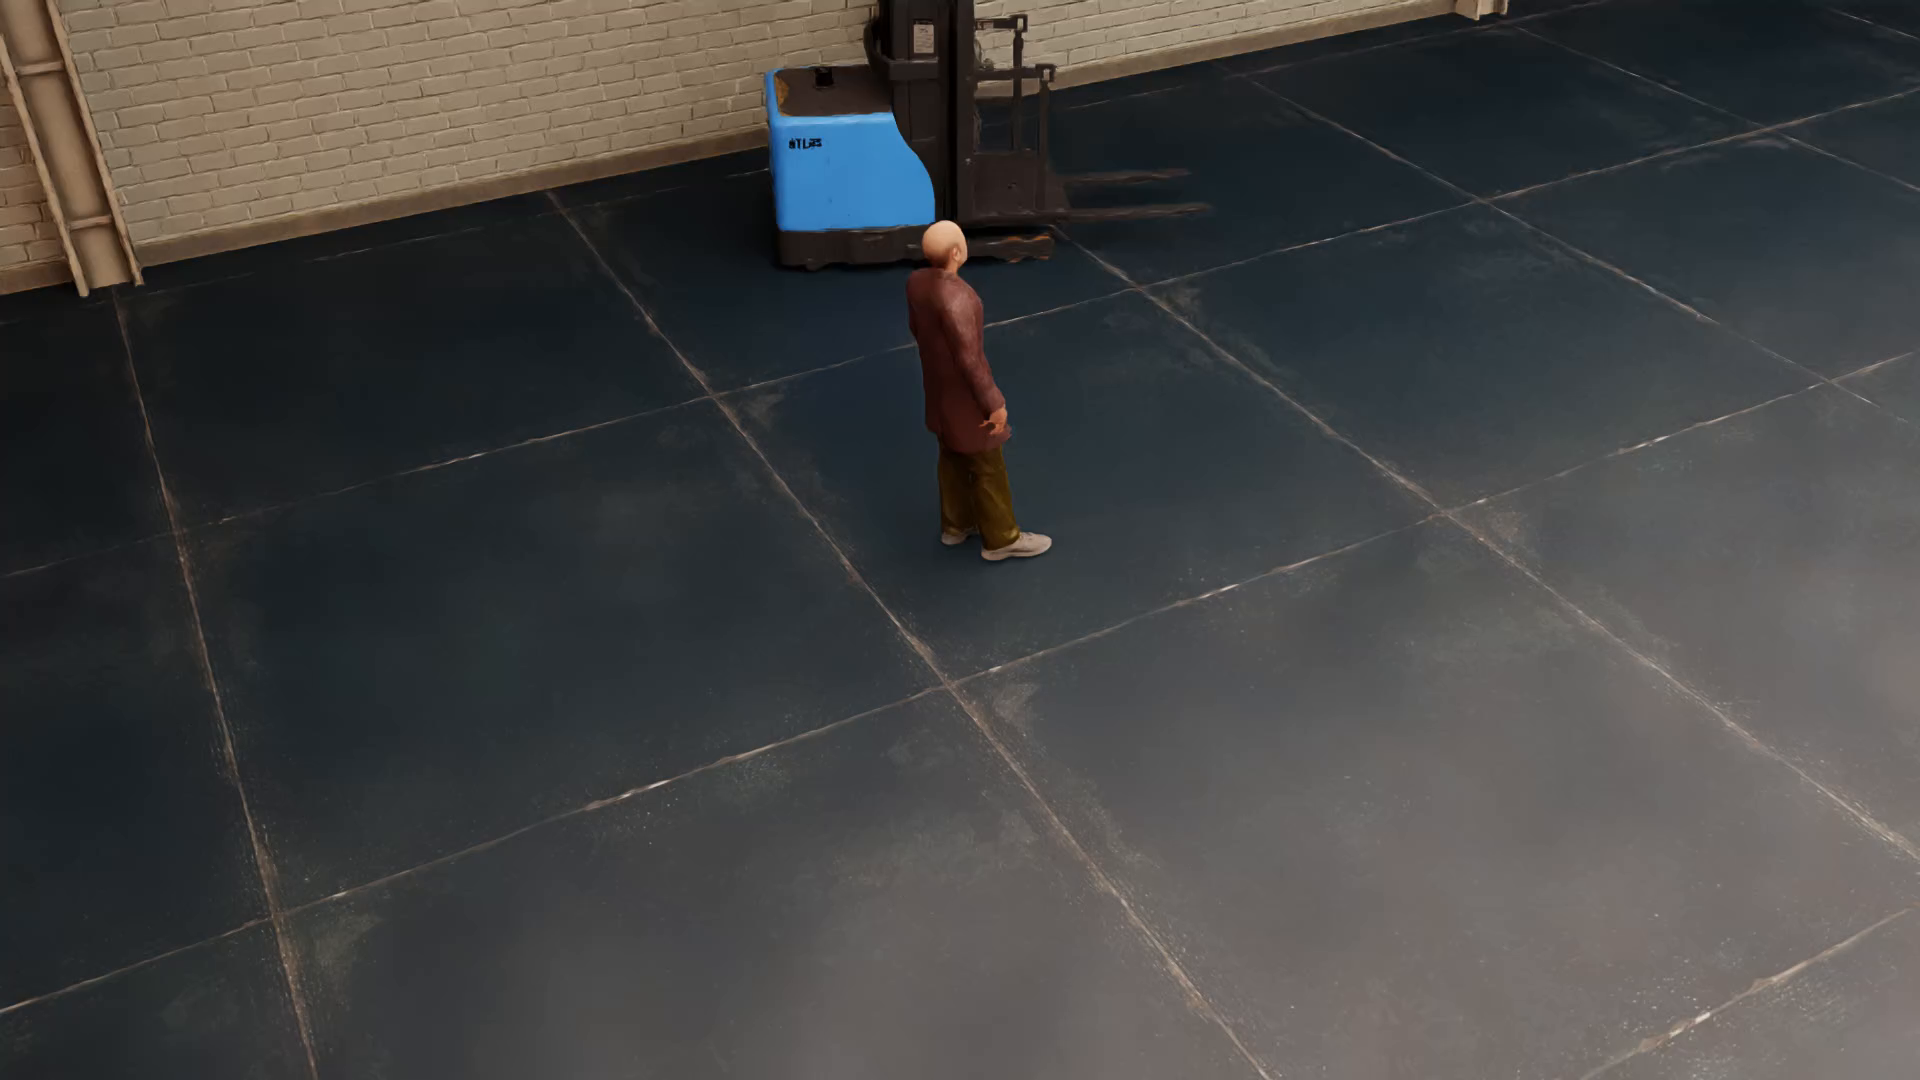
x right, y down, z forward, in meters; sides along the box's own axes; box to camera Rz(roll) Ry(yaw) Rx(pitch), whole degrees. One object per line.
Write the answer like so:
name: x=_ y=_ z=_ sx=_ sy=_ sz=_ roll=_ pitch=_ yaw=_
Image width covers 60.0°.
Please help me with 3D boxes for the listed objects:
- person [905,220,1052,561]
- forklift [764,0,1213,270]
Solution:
person: x=0.083 y=-0.675 z=8.233 sx=0.580 sy=1.582 sz=0.694 roll=-17 pitch=39 yaw=-23
forklift: x=0.211 y=-3.390 z=10.919 sx=3.031 sy=2.935 sz=1.130 roll=-5 pitch=36 yaw=-7
